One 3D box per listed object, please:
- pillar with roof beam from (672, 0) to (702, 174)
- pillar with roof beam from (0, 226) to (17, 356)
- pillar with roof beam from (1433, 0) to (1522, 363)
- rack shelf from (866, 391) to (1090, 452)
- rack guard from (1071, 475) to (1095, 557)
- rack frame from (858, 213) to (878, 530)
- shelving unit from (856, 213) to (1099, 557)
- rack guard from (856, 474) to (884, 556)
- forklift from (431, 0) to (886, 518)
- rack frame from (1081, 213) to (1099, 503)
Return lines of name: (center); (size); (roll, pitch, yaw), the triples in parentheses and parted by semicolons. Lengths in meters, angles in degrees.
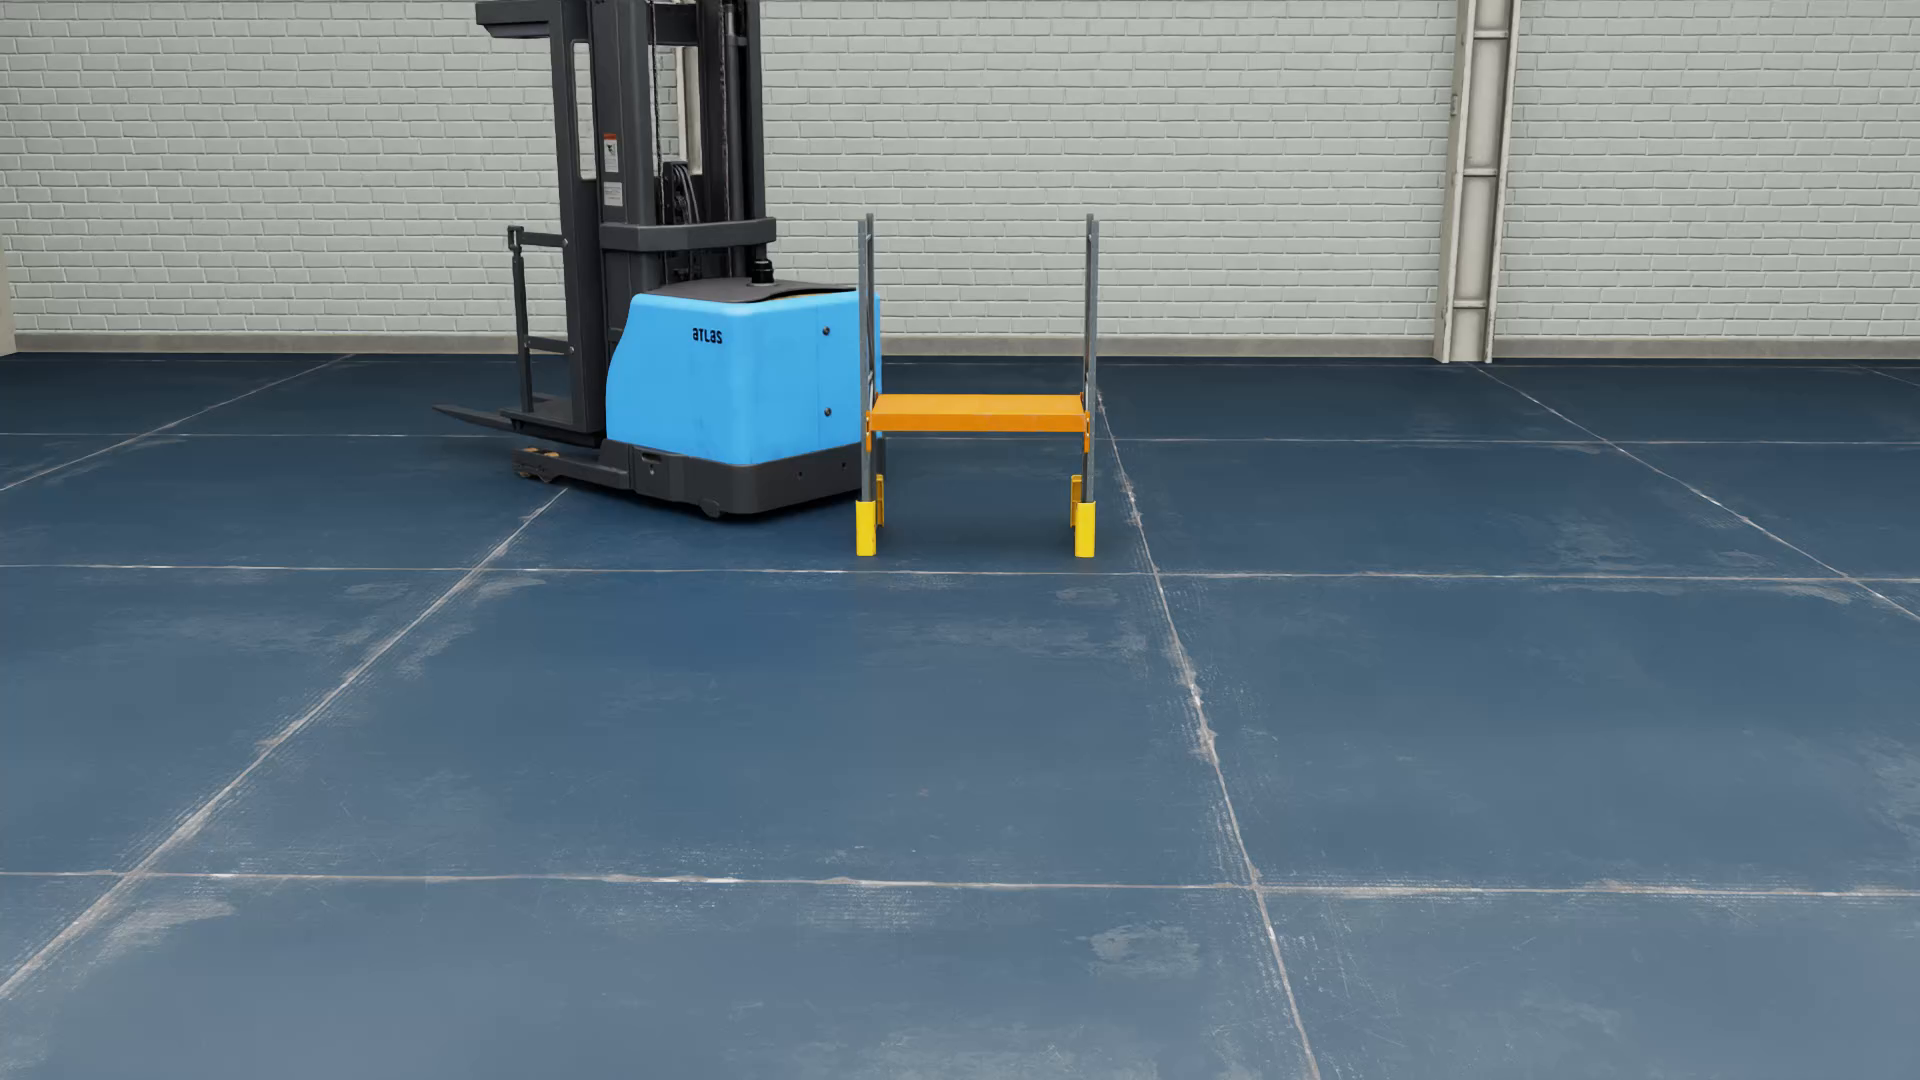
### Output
pillar with roof beam: (-2.092, -4.734, 8.145); (0.400, 9.000, 9.100); (0, 15, 1)
pillar with roof beam: (-8.090, -4.773, 8.293); (0.400, 9.000, 9.100); (0, 15, 1)
pillar with roof beam: (3.906, -4.695, 7.996); (0.400, 9.000, 9.100); (0, 15, 1)
rack shelf: (0.085, -0.551, 7.692); (1.000, 0.185, 0.538); (0, 15, 1)
rack guard: (0.574, -0.117, 7.794); (0.087, 0.250, 0.587); (0, 15, 1)
rack frame: (-0.423, -0.728, 7.659); (0.032, 1.500, 0.500); (0, 15, 1)
shelving unit: (0.076, -0.725, 7.647); (1.083, 1.500, 0.587); (0, 15, 1)
rack guard: (-0.422, -0.124, 7.819); (0.087, 0.250, 0.587); (0, 15, 1)
forklift: (-1.830, -1.815, 8.975); (3.031, 2.935, 1.130); (13, 19, 40)
rack frame: (0.593, -0.721, 7.634); (0.032, 1.500, 0.500); (0, 15, 1)
